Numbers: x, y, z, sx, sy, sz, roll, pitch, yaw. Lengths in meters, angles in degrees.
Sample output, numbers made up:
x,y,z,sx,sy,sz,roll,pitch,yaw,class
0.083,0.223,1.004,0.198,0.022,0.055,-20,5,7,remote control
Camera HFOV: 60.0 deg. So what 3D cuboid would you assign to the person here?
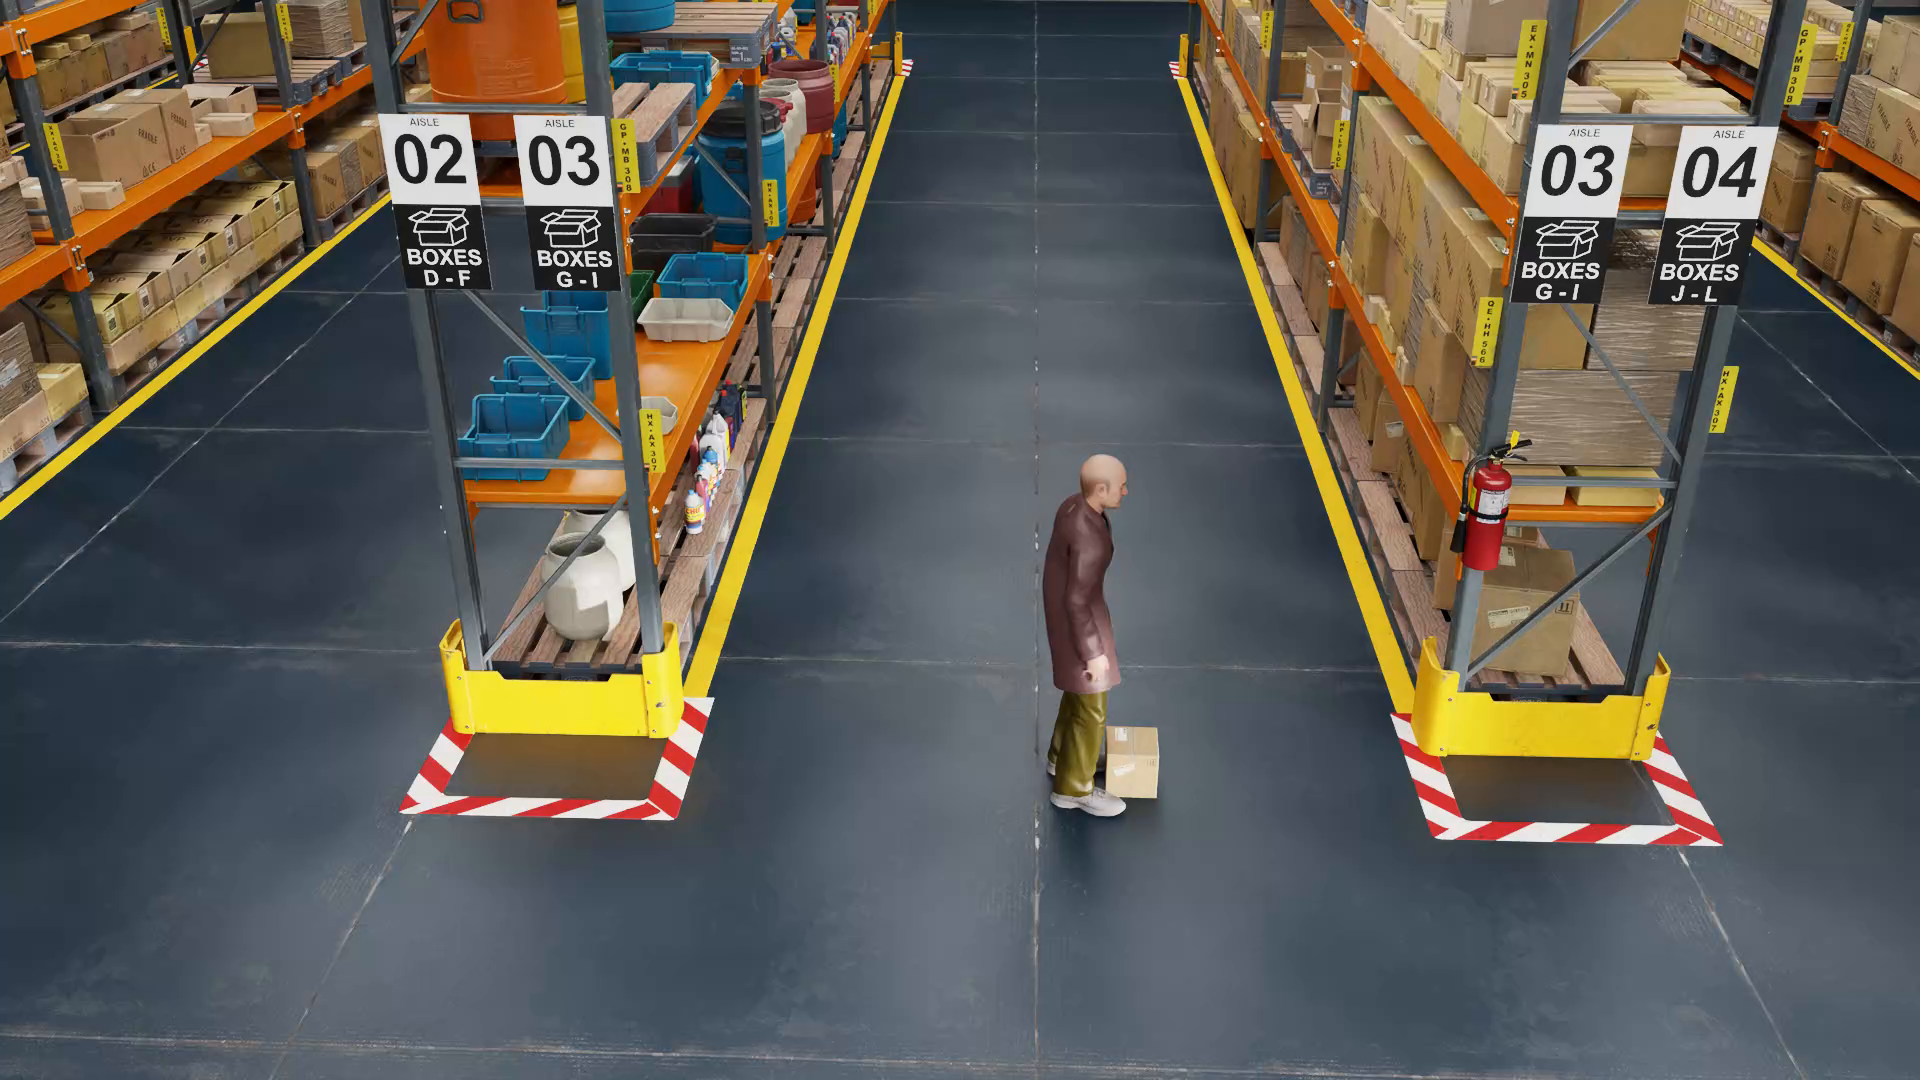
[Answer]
x,y,z,sx,sy,sz,roll,pitch,yaw,class
0.596,0.419,7.834,0.426,1.774,0.644,1,28,2,person
